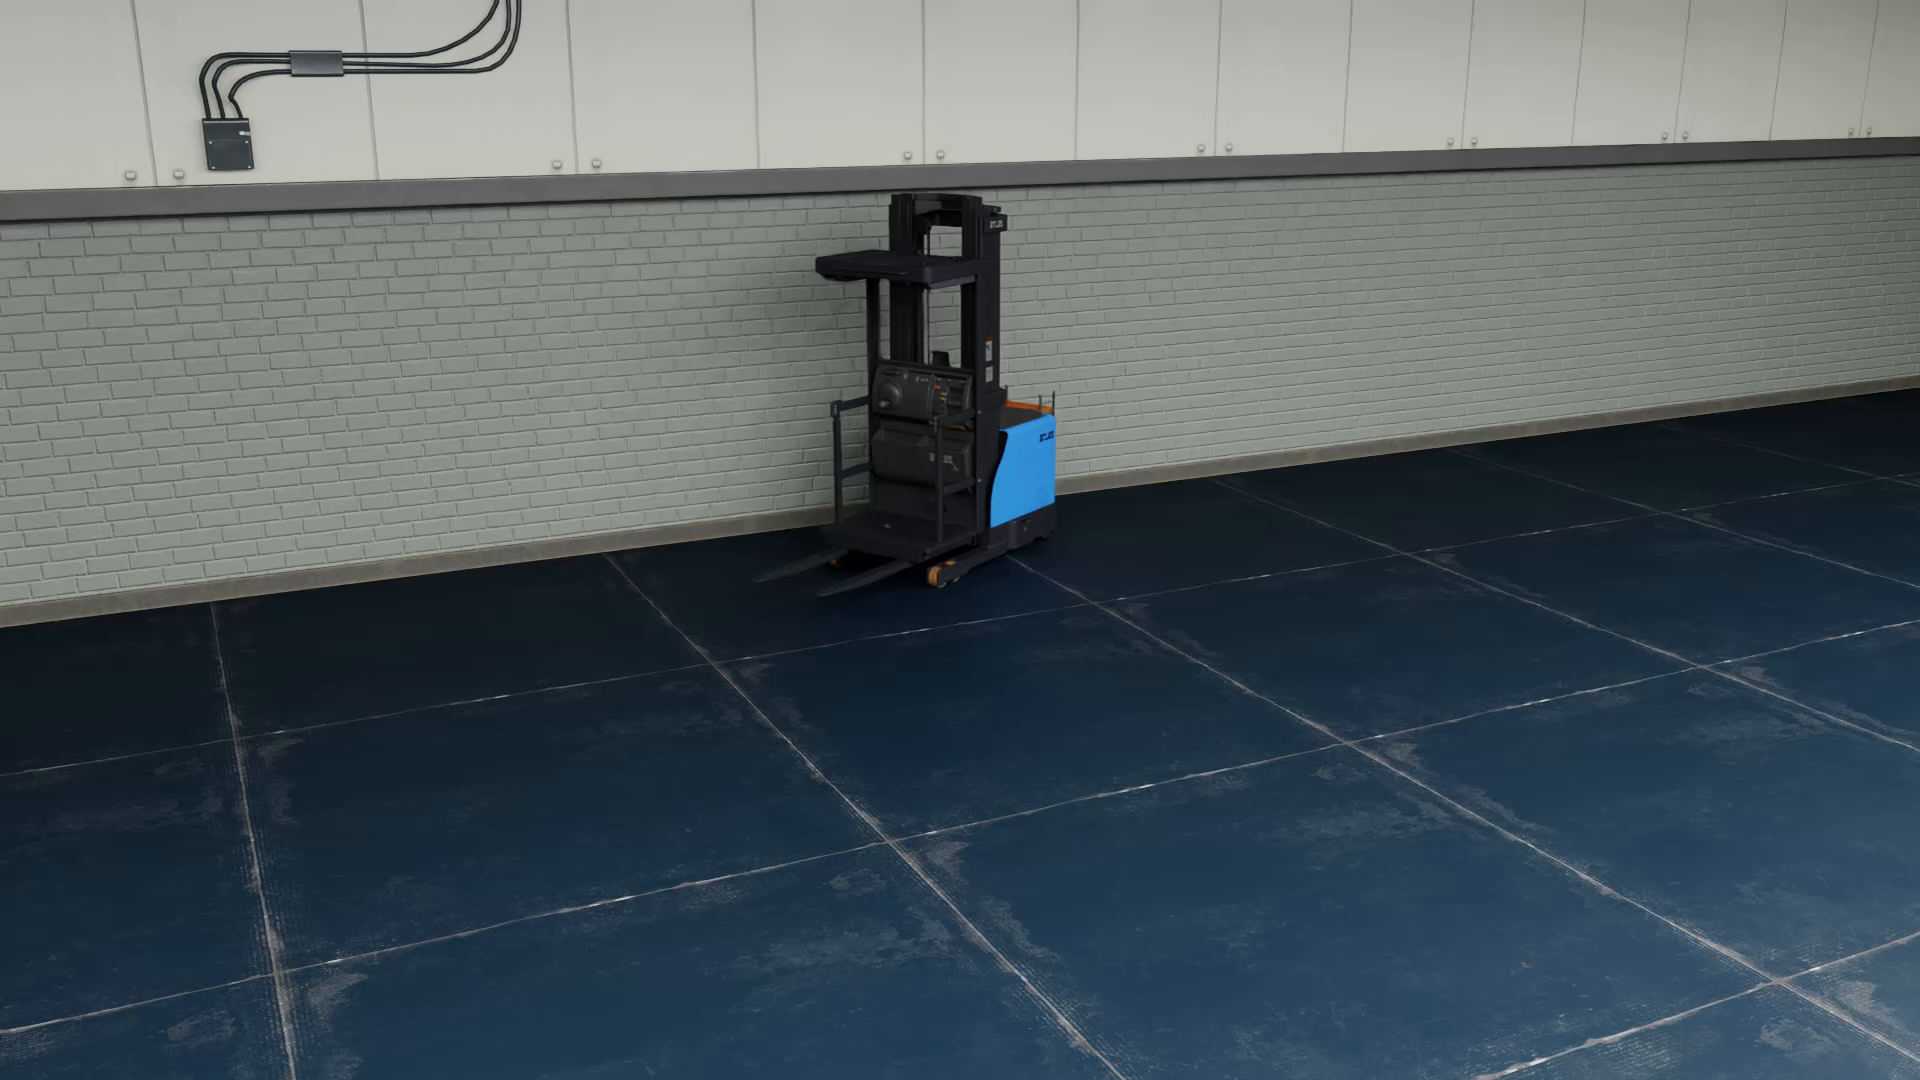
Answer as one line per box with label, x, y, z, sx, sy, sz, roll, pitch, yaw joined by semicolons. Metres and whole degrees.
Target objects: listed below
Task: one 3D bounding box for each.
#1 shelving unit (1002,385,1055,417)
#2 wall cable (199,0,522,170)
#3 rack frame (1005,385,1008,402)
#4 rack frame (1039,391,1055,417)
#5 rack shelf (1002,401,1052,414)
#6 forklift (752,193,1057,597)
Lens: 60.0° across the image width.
shelving unit;0.548;-0.727;14.607;0.503;1.200;0.258;11;19;33
wall cable;-4.322;-5.664;11.510;2.305;6.003;0.169;-8;18;-25
rack frame;0.347;-0.765;14.740;0.015;1.200;0.240;11;19;33
rack frame;0.749;-0.689;14.474;0.015;1.200;0.240;11;19;33
rack shelf;0.549;-1.105;14.500;0.480;0.148;0.258;11;19;33
forklift;-0.421;-1.185;13.068;1.130;2.935;3.031;11;19;33
